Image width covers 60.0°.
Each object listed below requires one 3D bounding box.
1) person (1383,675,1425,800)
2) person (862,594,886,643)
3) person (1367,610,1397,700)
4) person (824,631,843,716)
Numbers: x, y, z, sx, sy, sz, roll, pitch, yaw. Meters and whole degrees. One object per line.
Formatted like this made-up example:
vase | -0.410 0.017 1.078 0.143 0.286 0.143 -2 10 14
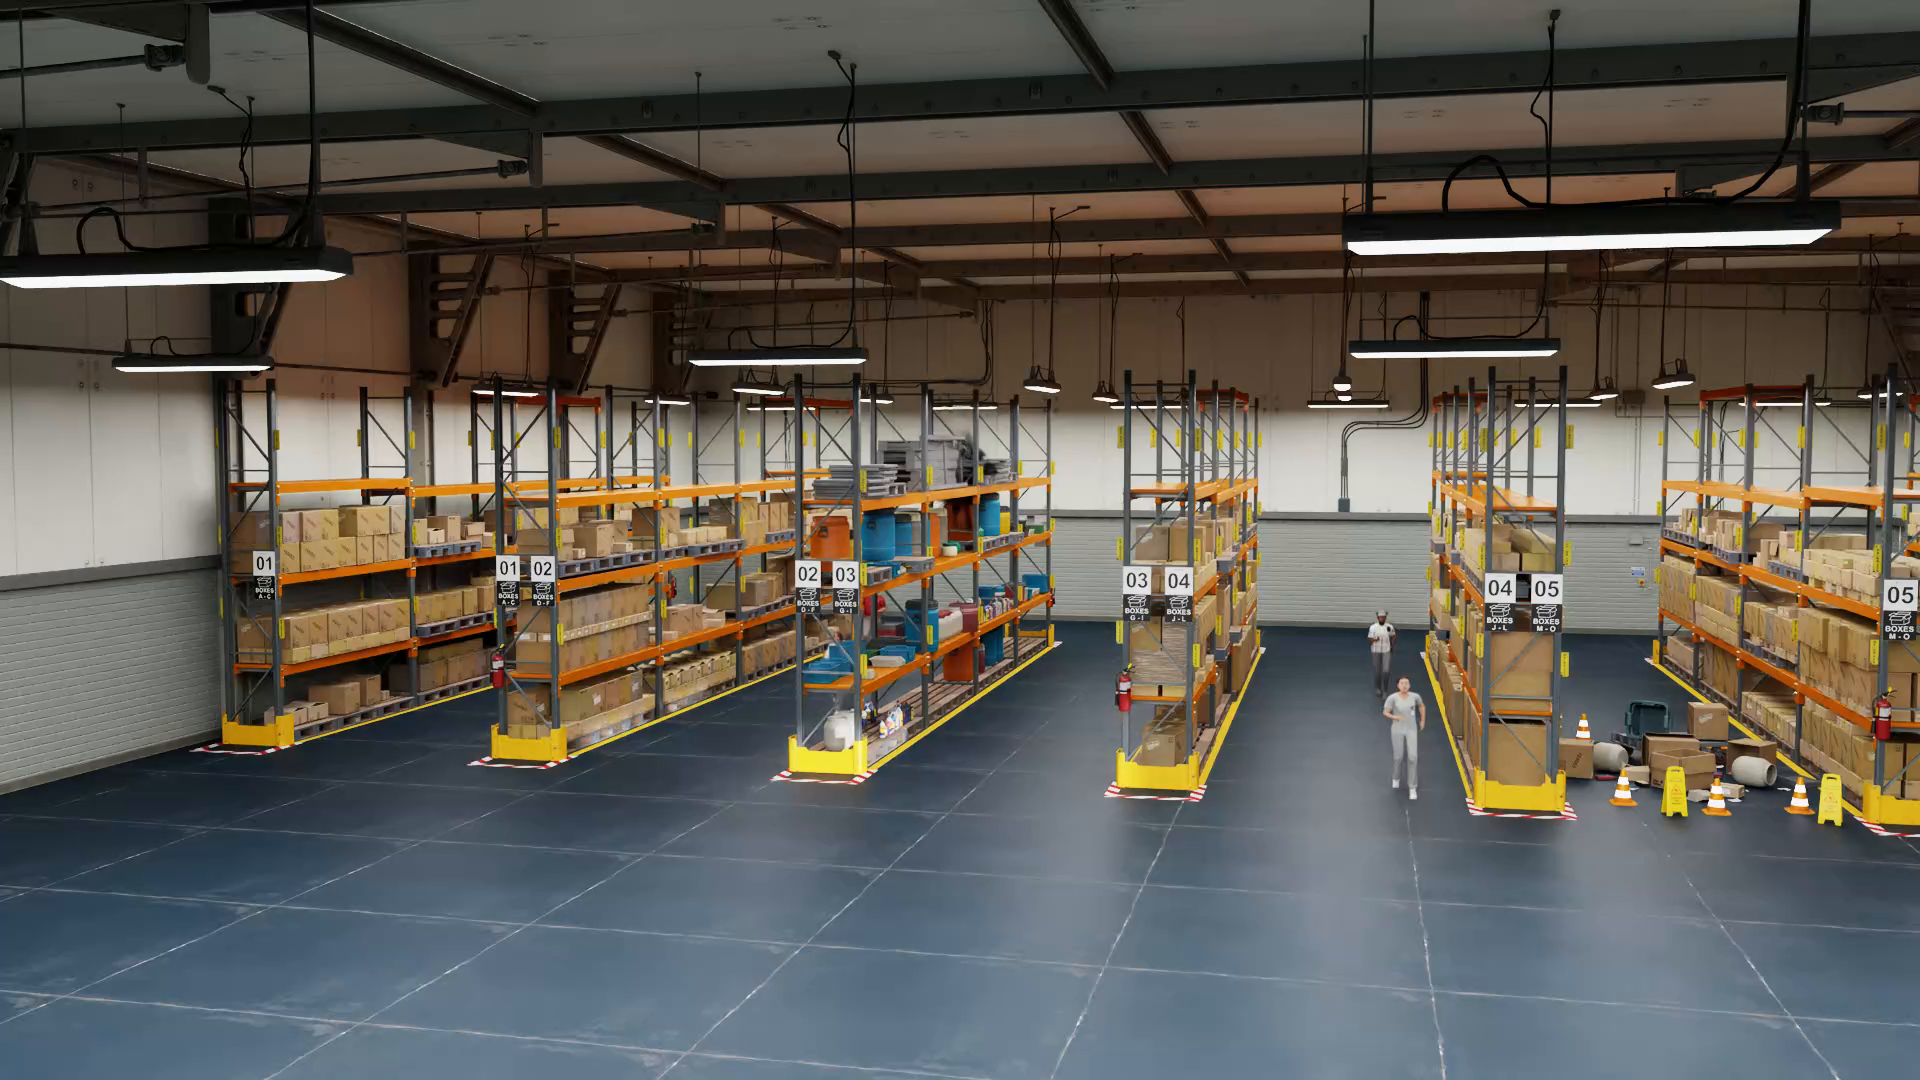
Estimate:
person | 6.274 2.757 23.512 0.593 1.727 0.799 1 3 9
person | -2.009 1.897 37.961 0.667 1.775 0.760 0 3 5
person | 8.197 2.224 32.308 0.555 1.755 0.702 1 4 14
person | -2.219 2.431 30.171 0.537 1.539 0.549 0 3 7
